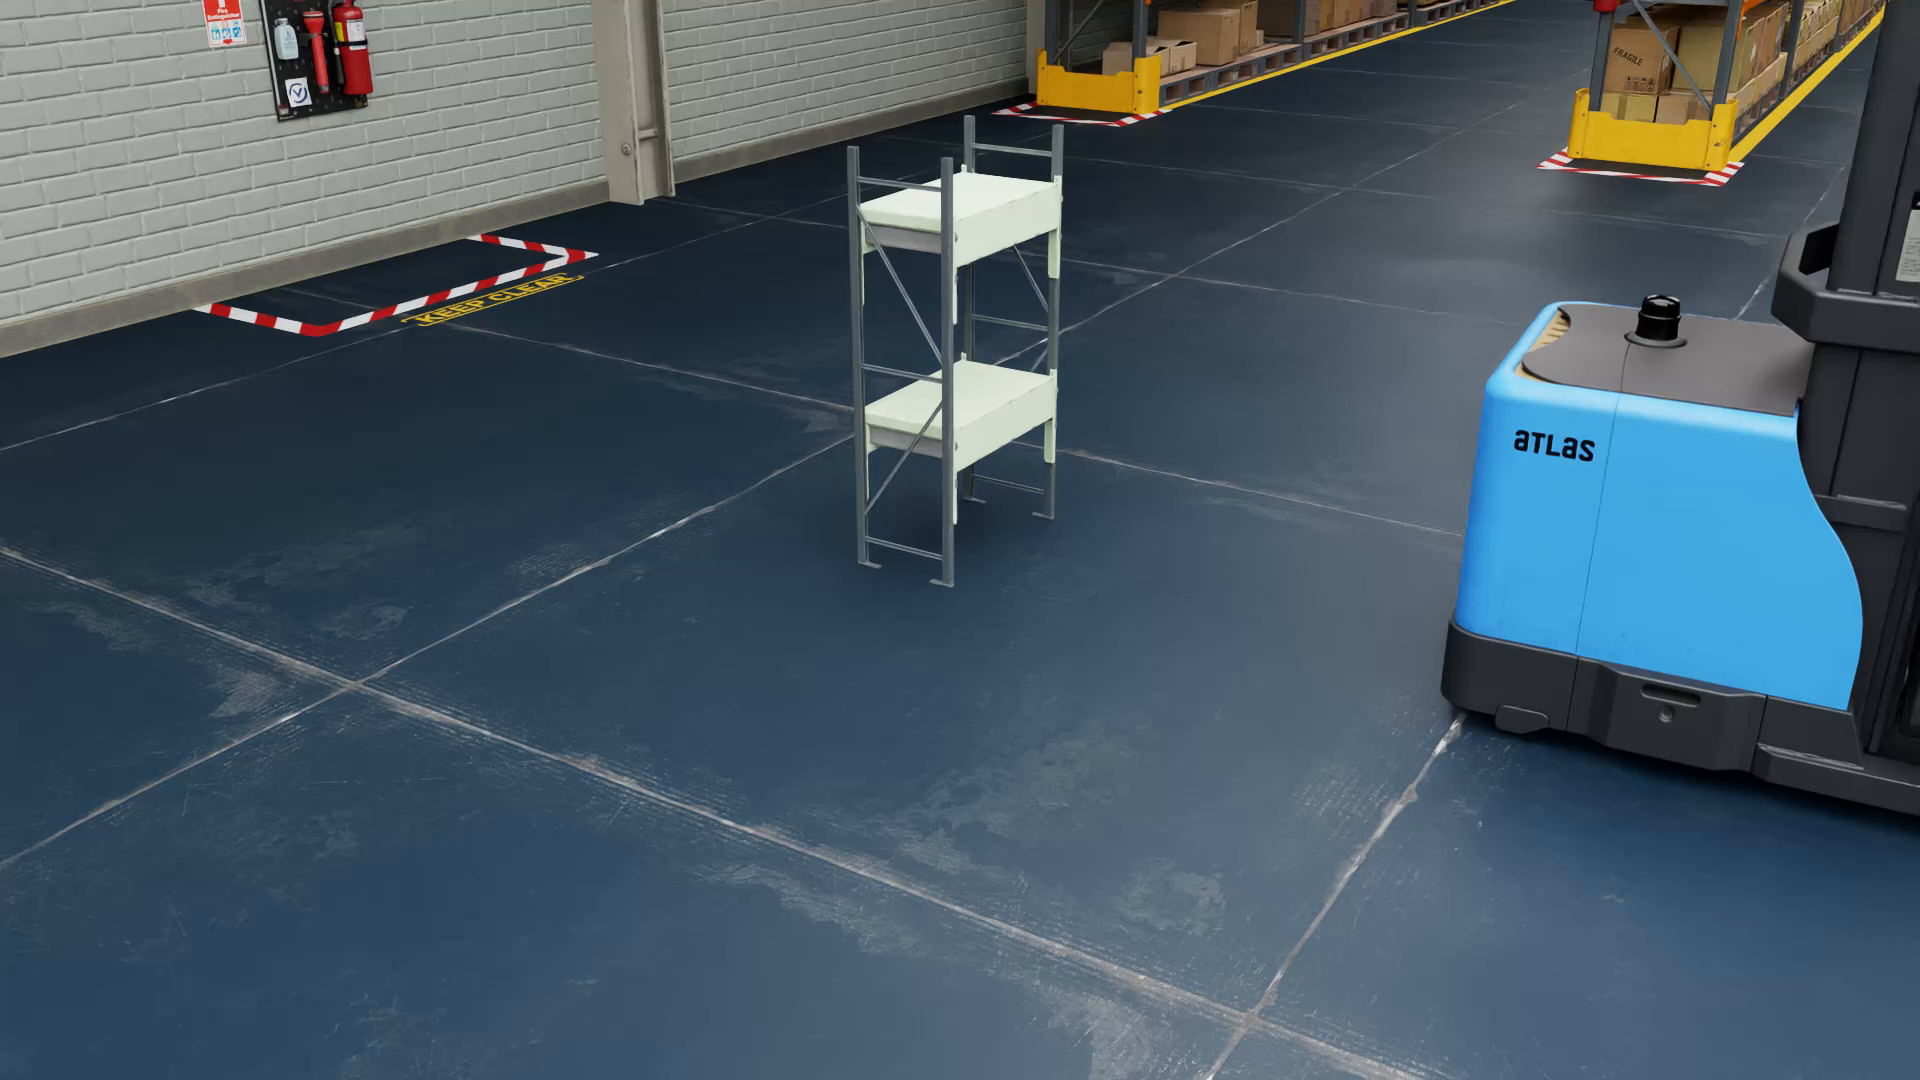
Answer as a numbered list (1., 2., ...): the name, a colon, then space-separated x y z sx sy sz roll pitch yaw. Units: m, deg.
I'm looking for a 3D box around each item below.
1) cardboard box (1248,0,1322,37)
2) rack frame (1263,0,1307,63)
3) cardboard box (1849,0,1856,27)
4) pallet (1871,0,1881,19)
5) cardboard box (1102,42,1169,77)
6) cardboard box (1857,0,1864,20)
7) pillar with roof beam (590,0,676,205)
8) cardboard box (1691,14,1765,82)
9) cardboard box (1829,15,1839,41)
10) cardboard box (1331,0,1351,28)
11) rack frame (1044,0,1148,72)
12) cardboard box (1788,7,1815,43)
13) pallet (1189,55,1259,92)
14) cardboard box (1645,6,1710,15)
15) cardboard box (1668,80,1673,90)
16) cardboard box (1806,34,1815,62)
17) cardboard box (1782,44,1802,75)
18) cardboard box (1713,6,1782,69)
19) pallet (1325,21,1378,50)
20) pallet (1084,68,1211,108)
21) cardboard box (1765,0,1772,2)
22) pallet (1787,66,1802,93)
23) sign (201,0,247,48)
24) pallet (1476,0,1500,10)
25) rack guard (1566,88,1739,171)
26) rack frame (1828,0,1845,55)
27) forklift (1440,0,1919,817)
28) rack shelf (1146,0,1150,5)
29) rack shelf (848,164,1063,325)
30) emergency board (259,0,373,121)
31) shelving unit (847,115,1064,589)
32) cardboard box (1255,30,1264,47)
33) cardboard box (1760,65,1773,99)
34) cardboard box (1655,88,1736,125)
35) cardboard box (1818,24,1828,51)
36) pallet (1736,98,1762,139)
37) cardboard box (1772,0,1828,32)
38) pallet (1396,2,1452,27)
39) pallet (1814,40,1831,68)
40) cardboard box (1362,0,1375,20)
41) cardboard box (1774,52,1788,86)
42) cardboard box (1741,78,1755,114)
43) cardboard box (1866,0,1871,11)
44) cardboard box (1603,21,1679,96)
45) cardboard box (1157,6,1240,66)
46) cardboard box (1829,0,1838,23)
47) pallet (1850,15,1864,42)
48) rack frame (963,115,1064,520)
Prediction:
1. cardboard box: 3.733 -6.092 19.140 0.700 0.500 0.500 15 28 31
2. rack frame: 3.359 -6.786 18.149 1.000 3.000 0.127 14 27 29
3. cardboard box: 10.433 -6.425 19.909 0.500 0.500 0.500 13 27 27
4. pallet: 12.152 -7.401 23.080 1.003 0.211 1.213 14 27 29
5. cardboard box: 1.690 -4.618 15.973 0.500 0.311 0.500 11 26 23
6. cardboard box: 10.973 -6.771 20.707 0.500 0.500 0.500 13 27 27
7. pillar with roof beam: 1.376 -5.679 8.041 9.100 9.000 0.400 14 27 29
8. cardboard box: 6.446 -4.149 14.046 0.500 0.500 0.500 14 27 29
9. cardboard box: 9.609 -5.801 18.807 0.500 0.250 0.500 15 27 30
10. cardboard box: 4.266 -6.441 19.945 0.700 0.500 0.500 14 27 30
11. rack frame: 1.249 -5.436 15.030 1.000 3.000 0.127 14 27 29
12. cardboard box: 8.267 -5.192 16.694 0.500 0.311 0.500 14 27 28
13. pallet: 2.392 -4.858 17.207 1.003 0.211 1.213 14 27 29
14. cardboard box: 6.269 -4.426 14.687 0.500 0.500 0.500 14 27 29
15. cardboard box: 5.745 -3.744 14.055 0.500 0.250 0.500 14 27 29
16. cardboard box: 8.534 -5.111 17.214 0.500 0.250 0.500 13 27 27
17. cardboard box: 7.992 -4.764 16.411 0.500 0.250 0.500 13 27 28
18. cardboard box: 6.976 -4.486 14.824 0.500 0.500 0.500 14 27 29
19. pallet: 4.411 -6.182 20.265 1.003 0.211 1.213 14 27 29
20. pallet: 1.747 -4.448 16.260 1.003 0.211 1.213 14 27 29
21. cardboard box: 8.342 -5.647 17.746 0.500 0.311 0.500 13 27 28
22. pallet: 7.925 -4.726 16.901 1.003 0.211 1.213 14 27 29
23. sign: -3.997 -2.853 9.020 0.001 0.329 0.234 14 27 29
24. pallet: 7.236 -7.930 24.302 1.003 0.211 1.213 14 27 29
25. rack guard: 5.447 -3.243 13.113 1.175 0.500 0.348 14 27 29
26. rack frame: 9.679 -7.099 18.872 1.000 3.000 0.127 14 27 29
27. forklift: 2.994 -0.700 4.178 3.031 2.935 1.130 12 26 25
28. rack shelf: 2.304 -5.780 16.732 1.077 0.370 4.000 14 27 29
29. rack shelf: -0.003 -1.044 5.792 0.431 0.370 0.720 14 27 29
30. emergency board: -3.618 -3.002 9.409 0.194 1.169 0.643 14 27 29
31. shelving unit: -0.004 -0.686 5.947 0.431 1.500 0.755 14 27 29
32. cardboard box: 3.102 -5.500 18.193 0.380 0.166 0.250 10 25 22
33. cardboard box: 6.987 -4.139 14.967 0.500 0.250 0.500 14 27 29
34. cardboard box: 5.931 -3.464 13.408 0.500 0.250 0.500 14 27 29
35. cardboard box: 9.072 -5.457 18.013 0.500 0.250 0.500 15 27 30
36. pallet: 6.471 -3.796 14.753 1.003 0.211 1.213 14 27 29
37. cardboard box: 8.809 -5.543 17.506 0.500 0.311 0.500 15 27 30
38. pallet: 5.949 -7.106 22.399 1.003 0.211 1.213 14 27 29
39. pallet: 9.212 -5.549 18.803 1.003 0.211 1.213 14 27 29
40. cardboard box: 4.763 -6.787 20.745 0.700 0.500 0.500 14 27 29
41. cardboard box: 7.510 -4.477 15.749 0.500 0.250 0.500 14 27 29
42. cardboard box: 6.456 -3.802 14.190 0.500 0.250 0.500 14 27 29
43. cardboard box: 11.504 -7.112 21.495 0.500 0.500 0.500 14 27 29
44. cardboard box: 5.489 -3.917 13.511 0.500 0.500 0.500 14 27 29
45. cardboard box: 2.420 -5.135 16.927 0.700 0.500 0.500 12 26 26
46. cardboard box: 9.343 -5.882 18.288 0.500 0.311 0.500 13 27 28
47. pallet: 10.749 -6.473 20.937 1.003 0.211 1.213 14 27 29
48. rack frame: 0.190 -0.810 6.232 0.400 1.500 0.023 14 27 29
